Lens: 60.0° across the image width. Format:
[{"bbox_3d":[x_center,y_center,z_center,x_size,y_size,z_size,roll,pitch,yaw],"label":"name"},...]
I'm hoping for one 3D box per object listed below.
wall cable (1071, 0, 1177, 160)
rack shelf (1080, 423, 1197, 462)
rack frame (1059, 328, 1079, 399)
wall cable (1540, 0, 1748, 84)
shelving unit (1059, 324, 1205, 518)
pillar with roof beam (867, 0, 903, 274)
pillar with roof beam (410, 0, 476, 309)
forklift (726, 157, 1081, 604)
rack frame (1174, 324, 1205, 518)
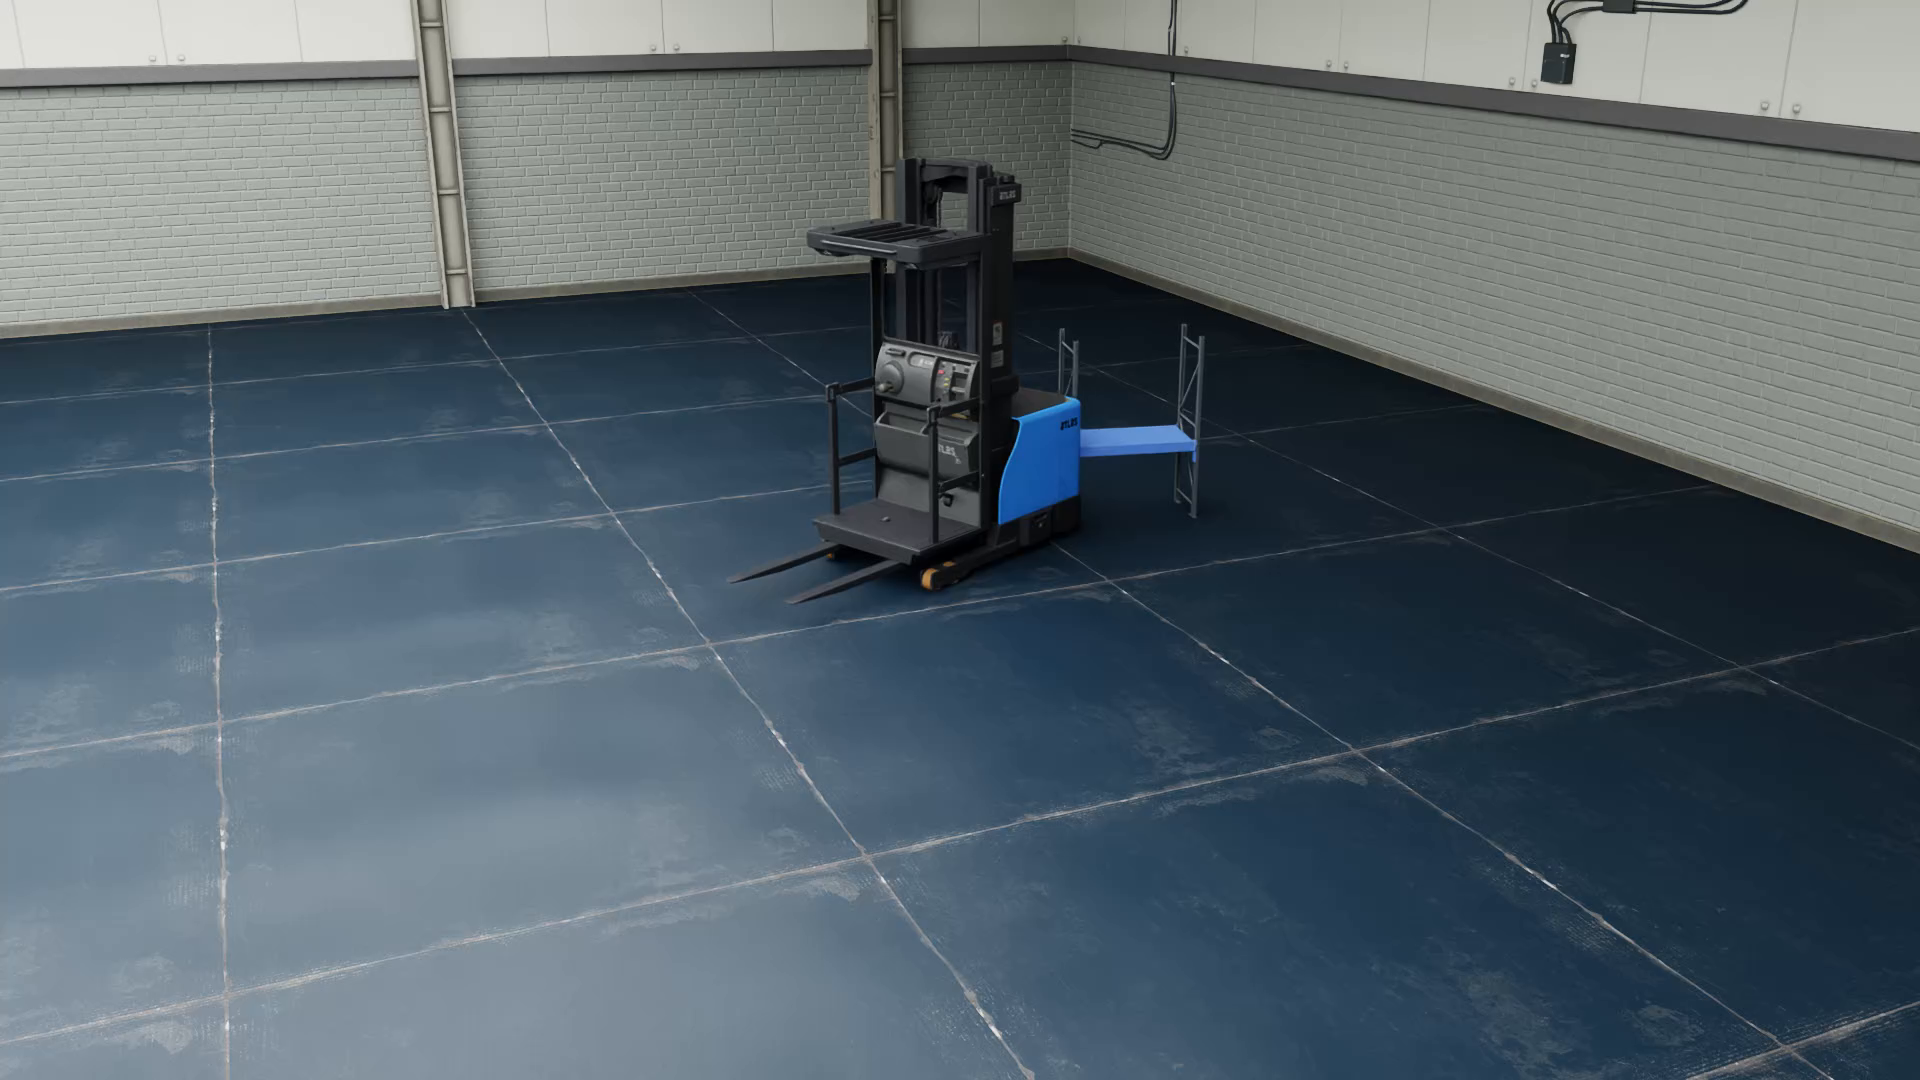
[{"bbox_3d":[2.191,-6.615,22.937,0.112,2.526,3.097,-8,21,-22],"label":"wall cable"},{"bbox_3d":[1.359,-0.767,13.485,1.000,0.185,0.538,-3,20,-10],"label":"rack shelf"},{"bbox_3d":[0.859,-0.907,13.340,0.032,1.500,0.500,-3,20,-10],"label":"rack frame"},{"bbox_3d":[5.937,-6.787,13.628,0.169,6.003,2.305,-8,21,-22],"label":"wall cable"},{"bbox_3d":[1.359,-0.937,13.425,1.048,1.500,0.538,-3,20,-10],"label":"shelving unit"},{"bbox_3d":[0.667,-6.783,18.737,0.400,9.000,9.100,-8,21,-22],"label":"pillar with roof beam"},{"bbox_3d":[-4.842,-5.994,16.495,0.400,9.000,9.100,-8,21,-22],"label":"pillar with roof beam"},{"bbox_3d":[-0.388,-1.200,12.016,1.130,2.935,3.031,16,25,38],"label":"forklift"},{"bbox_3d":[1.859,-0.967,13.510,0.032,1.500,0.500,-3,20,-10],"label":"rack frame"}]
